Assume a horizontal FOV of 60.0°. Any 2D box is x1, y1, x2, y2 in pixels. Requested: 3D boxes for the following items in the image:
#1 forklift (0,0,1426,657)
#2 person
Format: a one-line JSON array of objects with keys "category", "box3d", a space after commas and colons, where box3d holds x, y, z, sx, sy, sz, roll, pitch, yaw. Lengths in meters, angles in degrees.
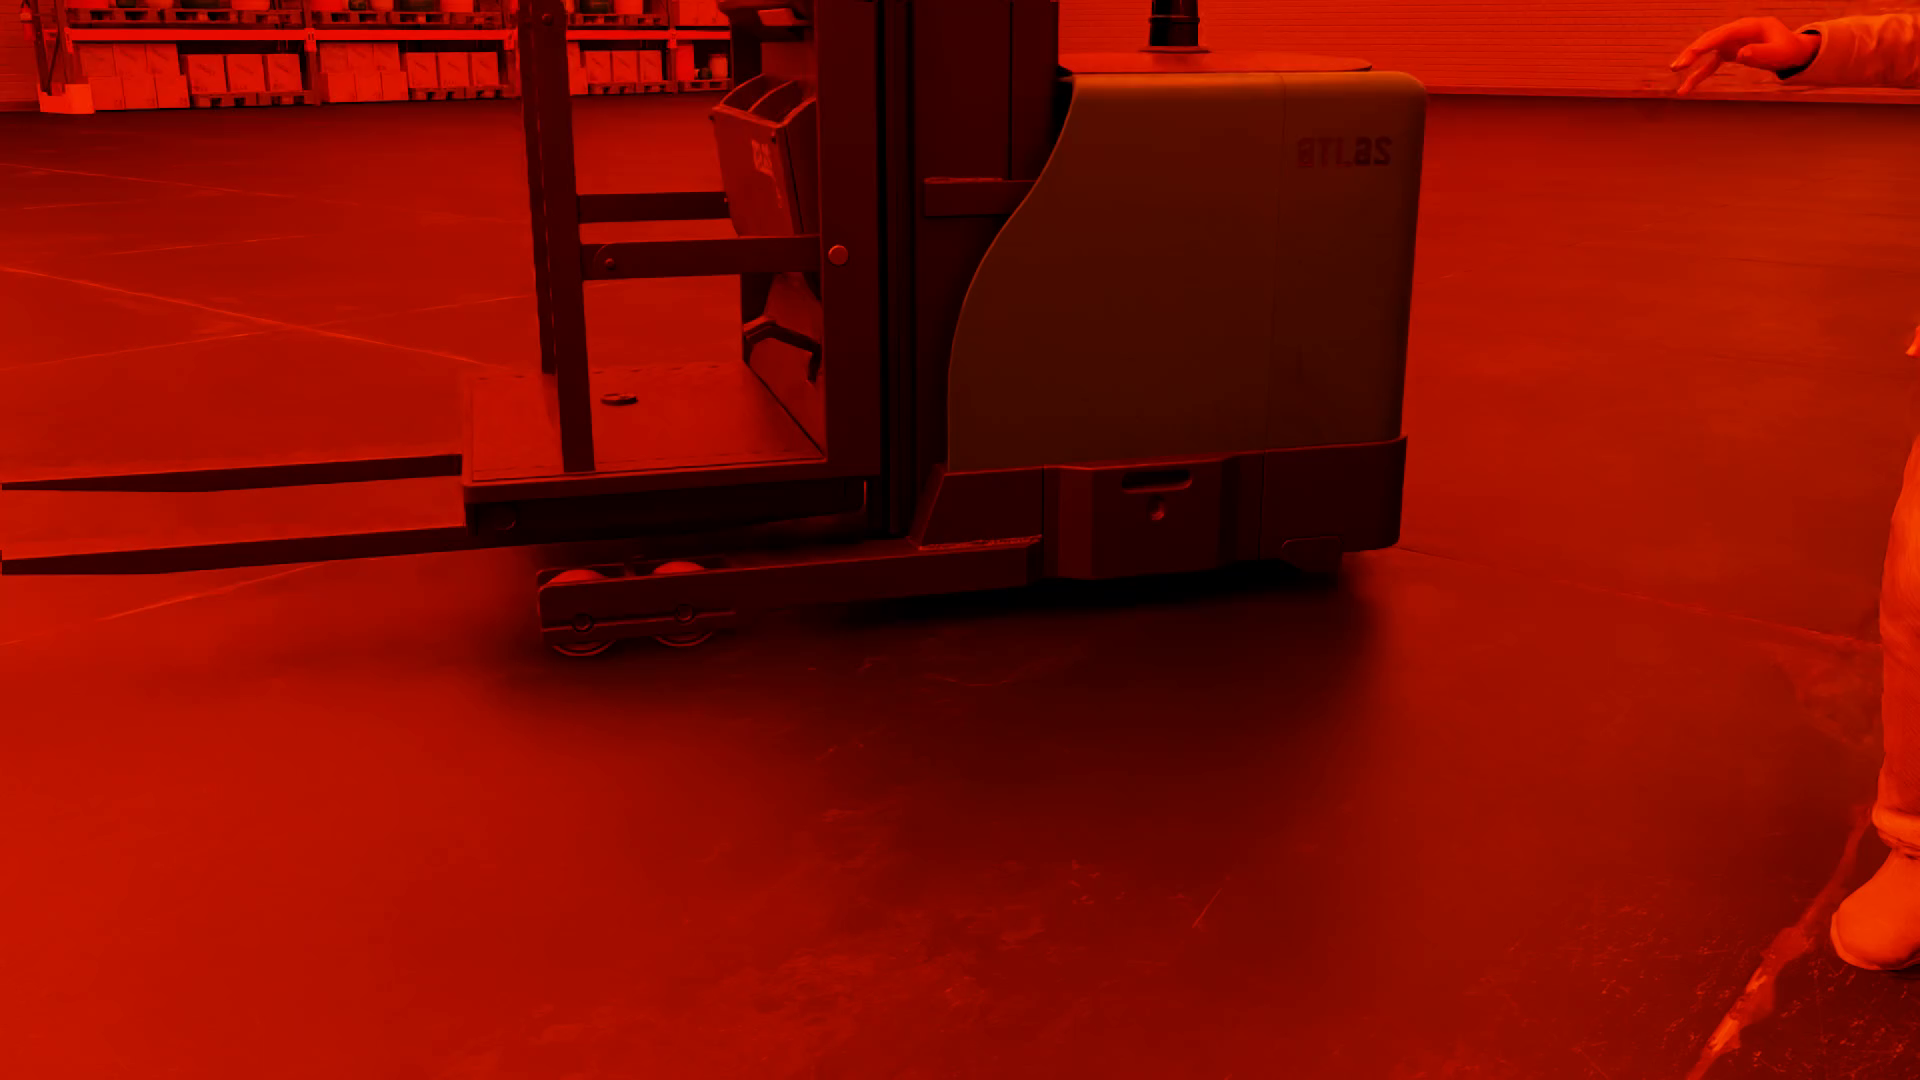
[{"category": "forklift", "box3d": [-0.597, -1.348, 3.336, 3.031, 2.935, 1.130, -5, 18, -15]}, {"category": "person", "box3d": [1.244, -0.226, 2.117, 1.079, 1.510, 0.807, -13, 21, -37]}]
